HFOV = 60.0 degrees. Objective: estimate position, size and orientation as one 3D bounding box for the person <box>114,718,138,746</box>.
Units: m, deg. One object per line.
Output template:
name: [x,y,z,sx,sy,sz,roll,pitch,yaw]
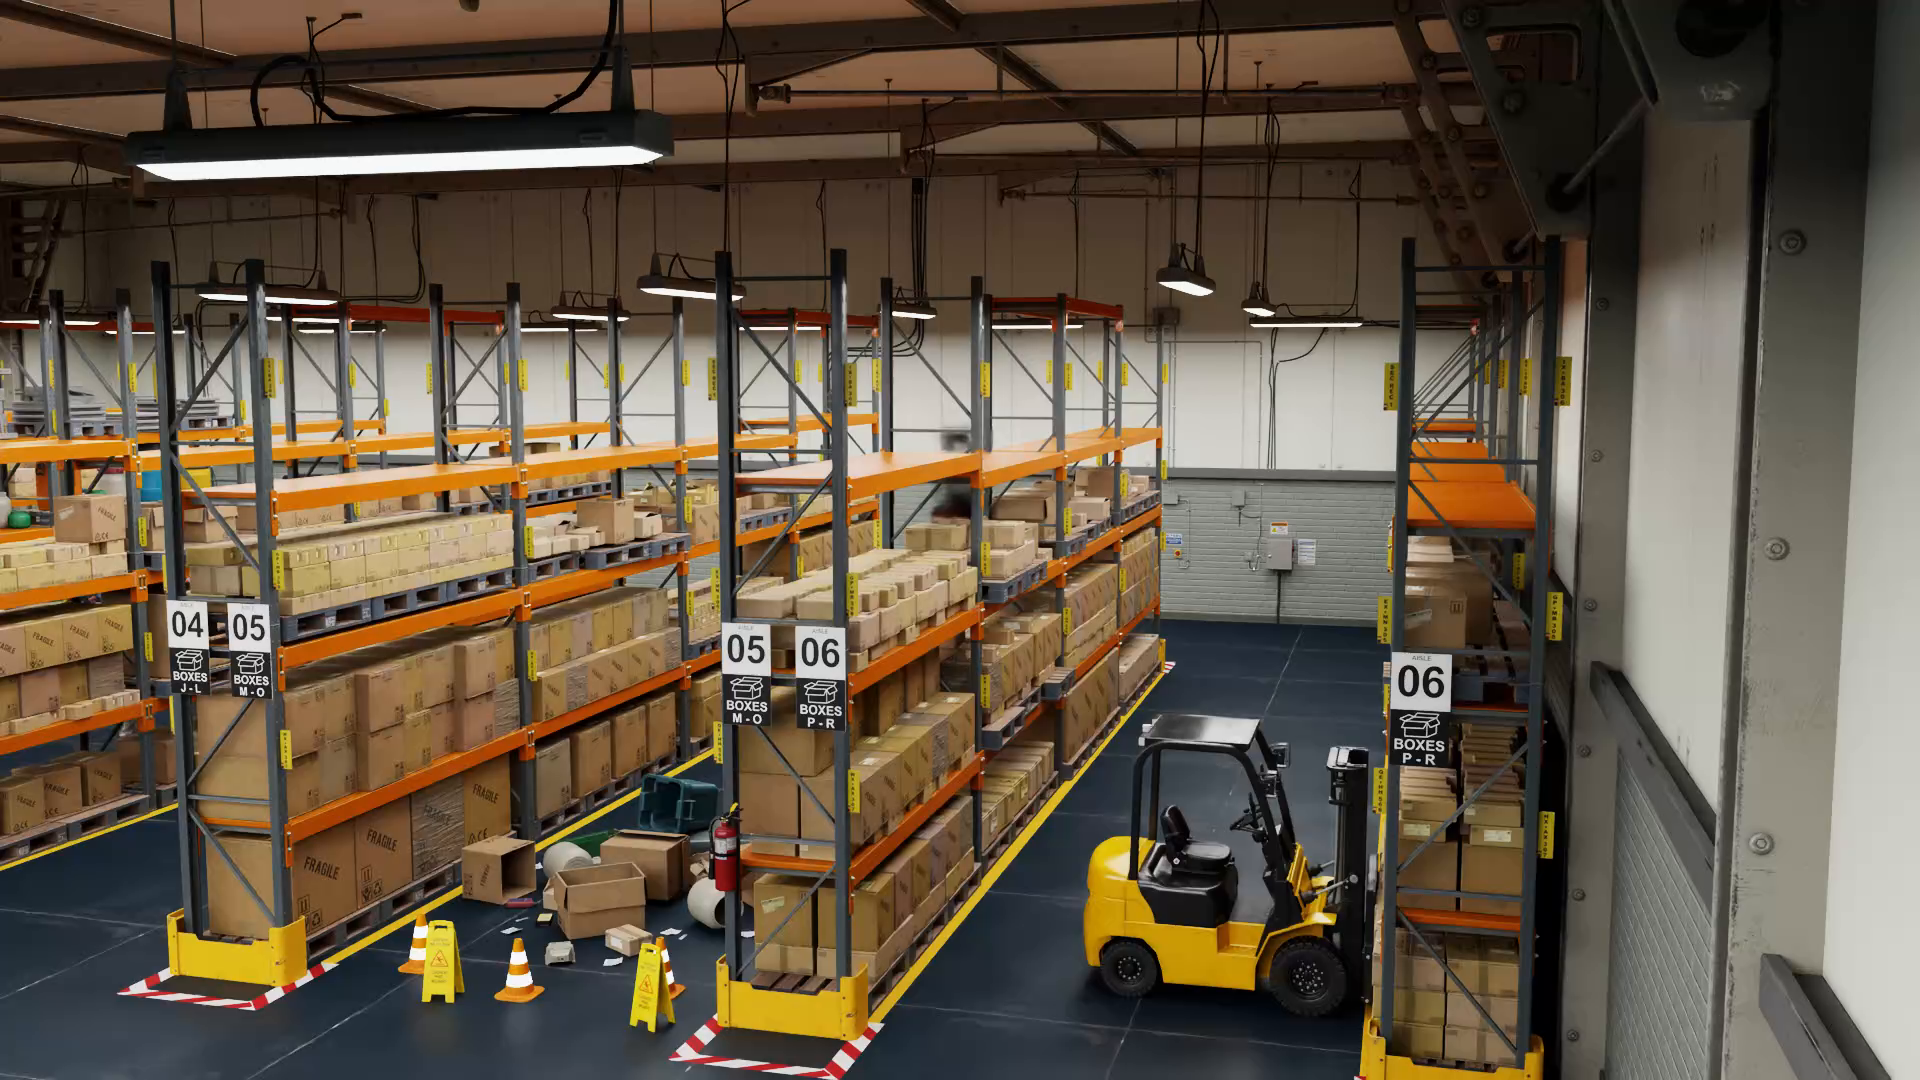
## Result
person: [-11.421,1.874,22.849,0.682,1.777,0.885,0,6,5]
